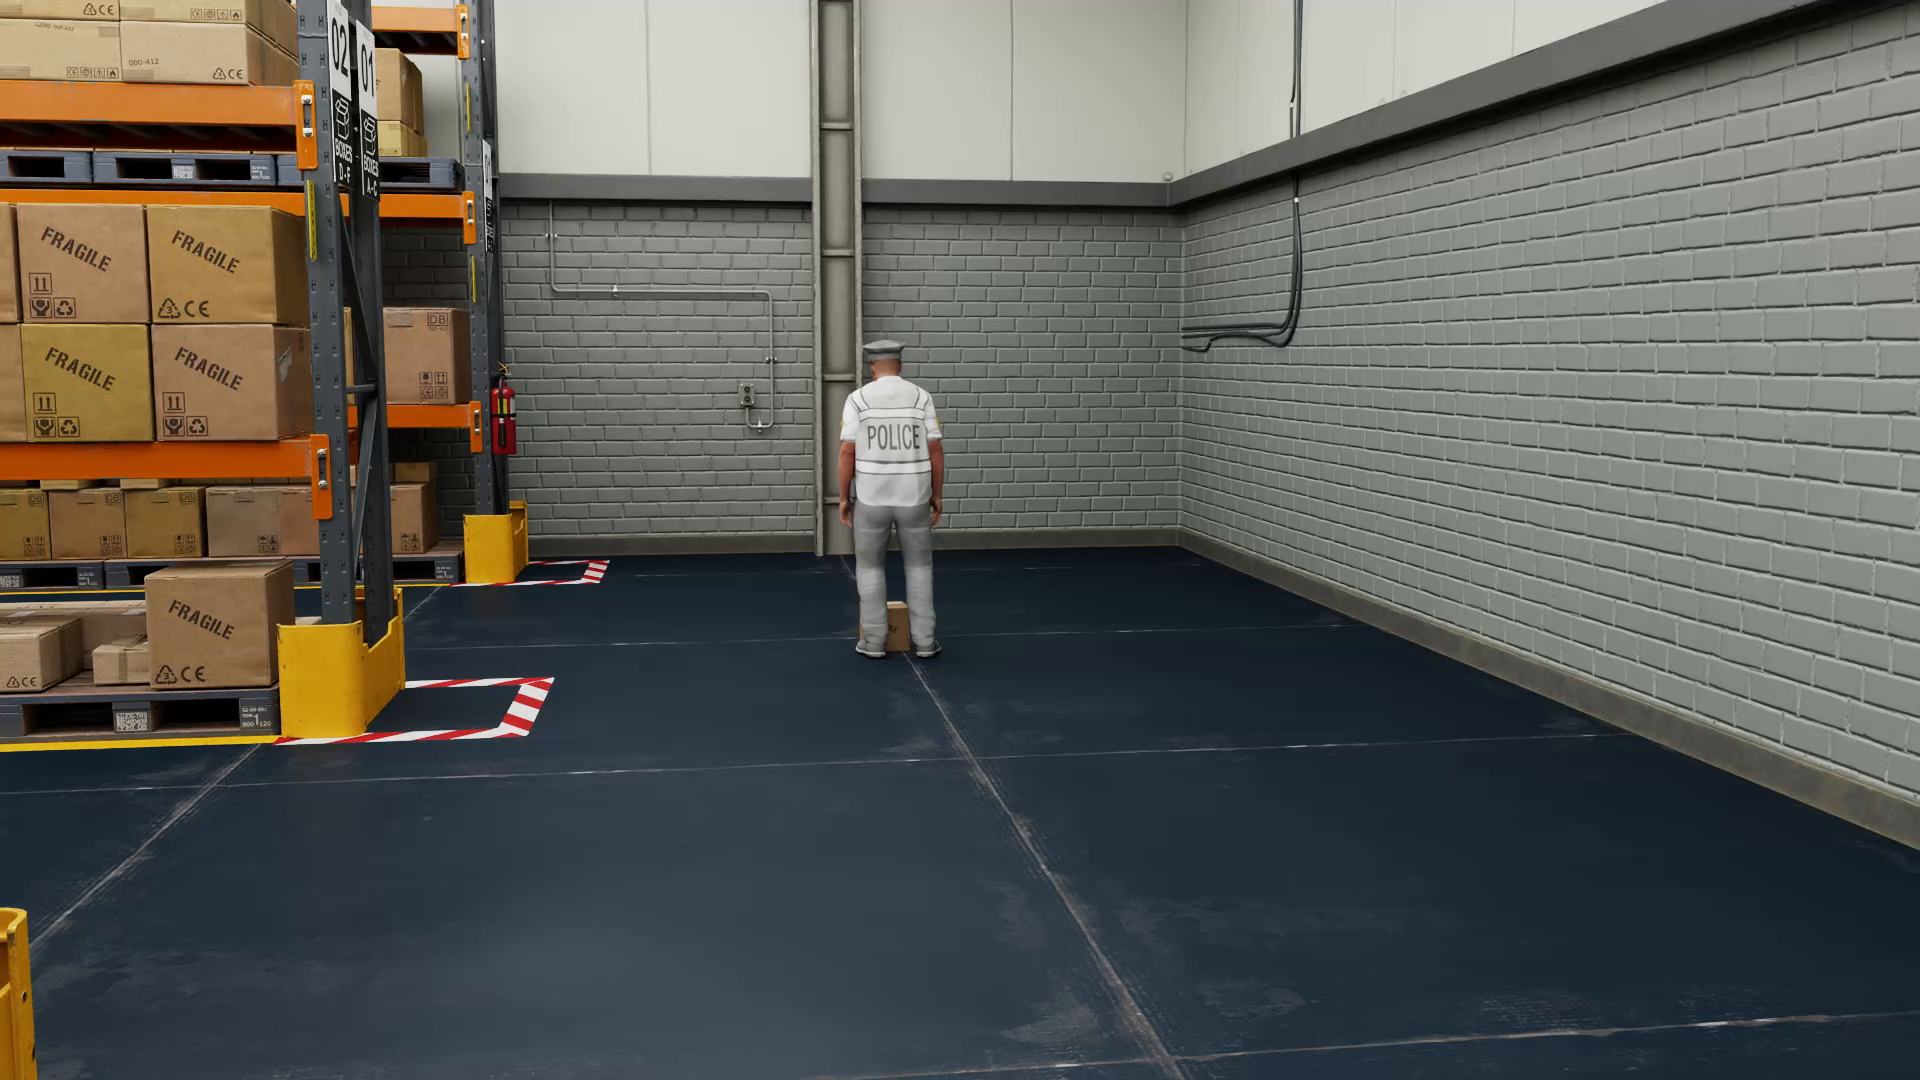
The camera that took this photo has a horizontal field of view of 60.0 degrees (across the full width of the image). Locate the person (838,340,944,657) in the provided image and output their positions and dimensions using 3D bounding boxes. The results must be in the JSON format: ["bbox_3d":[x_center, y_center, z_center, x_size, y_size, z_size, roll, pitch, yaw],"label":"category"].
[{"bbox_3d":[-0.379,-0.223,9.157,0.586,1.748,0.466,-1,7,-9],"label":"person"}]
